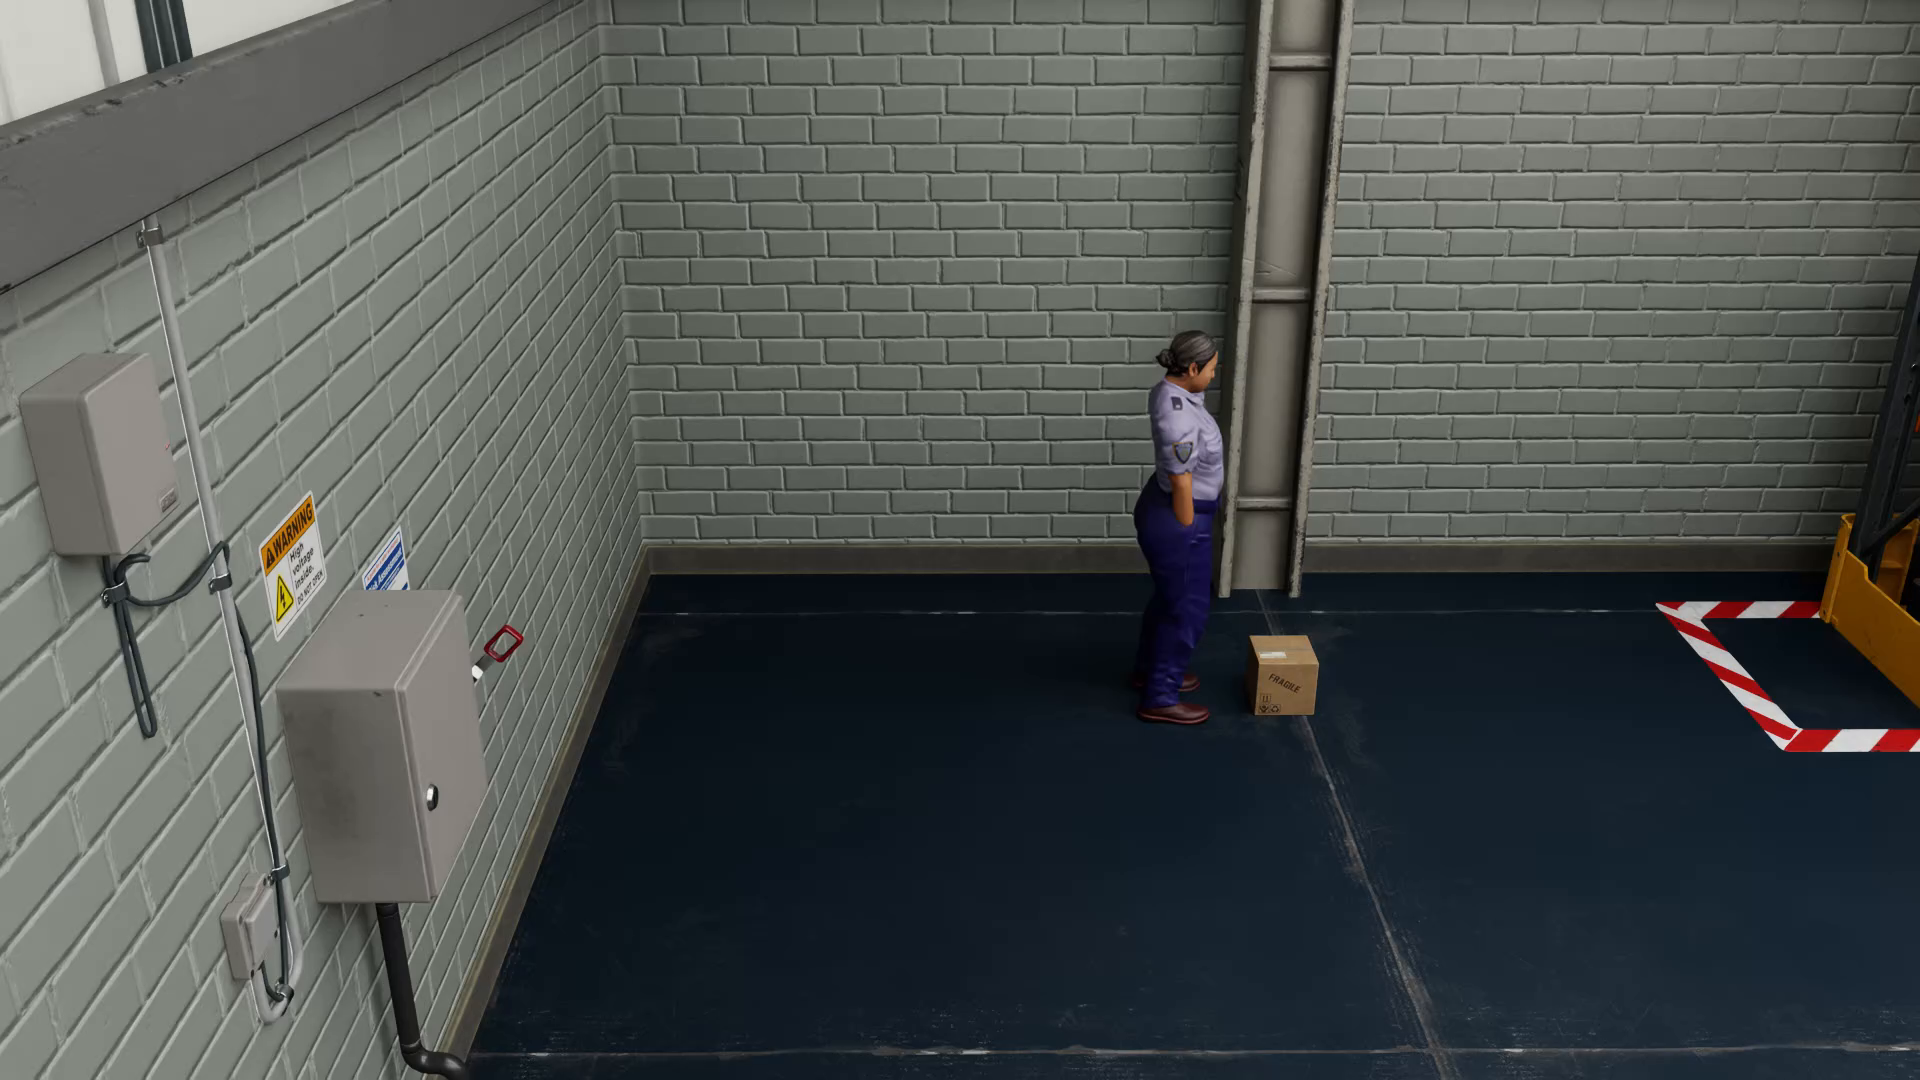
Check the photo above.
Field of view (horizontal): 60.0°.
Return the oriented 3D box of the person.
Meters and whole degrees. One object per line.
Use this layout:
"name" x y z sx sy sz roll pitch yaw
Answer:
"person" 0.883 -0.057 6.784 0.339 1.628 0.474 0 24 1
